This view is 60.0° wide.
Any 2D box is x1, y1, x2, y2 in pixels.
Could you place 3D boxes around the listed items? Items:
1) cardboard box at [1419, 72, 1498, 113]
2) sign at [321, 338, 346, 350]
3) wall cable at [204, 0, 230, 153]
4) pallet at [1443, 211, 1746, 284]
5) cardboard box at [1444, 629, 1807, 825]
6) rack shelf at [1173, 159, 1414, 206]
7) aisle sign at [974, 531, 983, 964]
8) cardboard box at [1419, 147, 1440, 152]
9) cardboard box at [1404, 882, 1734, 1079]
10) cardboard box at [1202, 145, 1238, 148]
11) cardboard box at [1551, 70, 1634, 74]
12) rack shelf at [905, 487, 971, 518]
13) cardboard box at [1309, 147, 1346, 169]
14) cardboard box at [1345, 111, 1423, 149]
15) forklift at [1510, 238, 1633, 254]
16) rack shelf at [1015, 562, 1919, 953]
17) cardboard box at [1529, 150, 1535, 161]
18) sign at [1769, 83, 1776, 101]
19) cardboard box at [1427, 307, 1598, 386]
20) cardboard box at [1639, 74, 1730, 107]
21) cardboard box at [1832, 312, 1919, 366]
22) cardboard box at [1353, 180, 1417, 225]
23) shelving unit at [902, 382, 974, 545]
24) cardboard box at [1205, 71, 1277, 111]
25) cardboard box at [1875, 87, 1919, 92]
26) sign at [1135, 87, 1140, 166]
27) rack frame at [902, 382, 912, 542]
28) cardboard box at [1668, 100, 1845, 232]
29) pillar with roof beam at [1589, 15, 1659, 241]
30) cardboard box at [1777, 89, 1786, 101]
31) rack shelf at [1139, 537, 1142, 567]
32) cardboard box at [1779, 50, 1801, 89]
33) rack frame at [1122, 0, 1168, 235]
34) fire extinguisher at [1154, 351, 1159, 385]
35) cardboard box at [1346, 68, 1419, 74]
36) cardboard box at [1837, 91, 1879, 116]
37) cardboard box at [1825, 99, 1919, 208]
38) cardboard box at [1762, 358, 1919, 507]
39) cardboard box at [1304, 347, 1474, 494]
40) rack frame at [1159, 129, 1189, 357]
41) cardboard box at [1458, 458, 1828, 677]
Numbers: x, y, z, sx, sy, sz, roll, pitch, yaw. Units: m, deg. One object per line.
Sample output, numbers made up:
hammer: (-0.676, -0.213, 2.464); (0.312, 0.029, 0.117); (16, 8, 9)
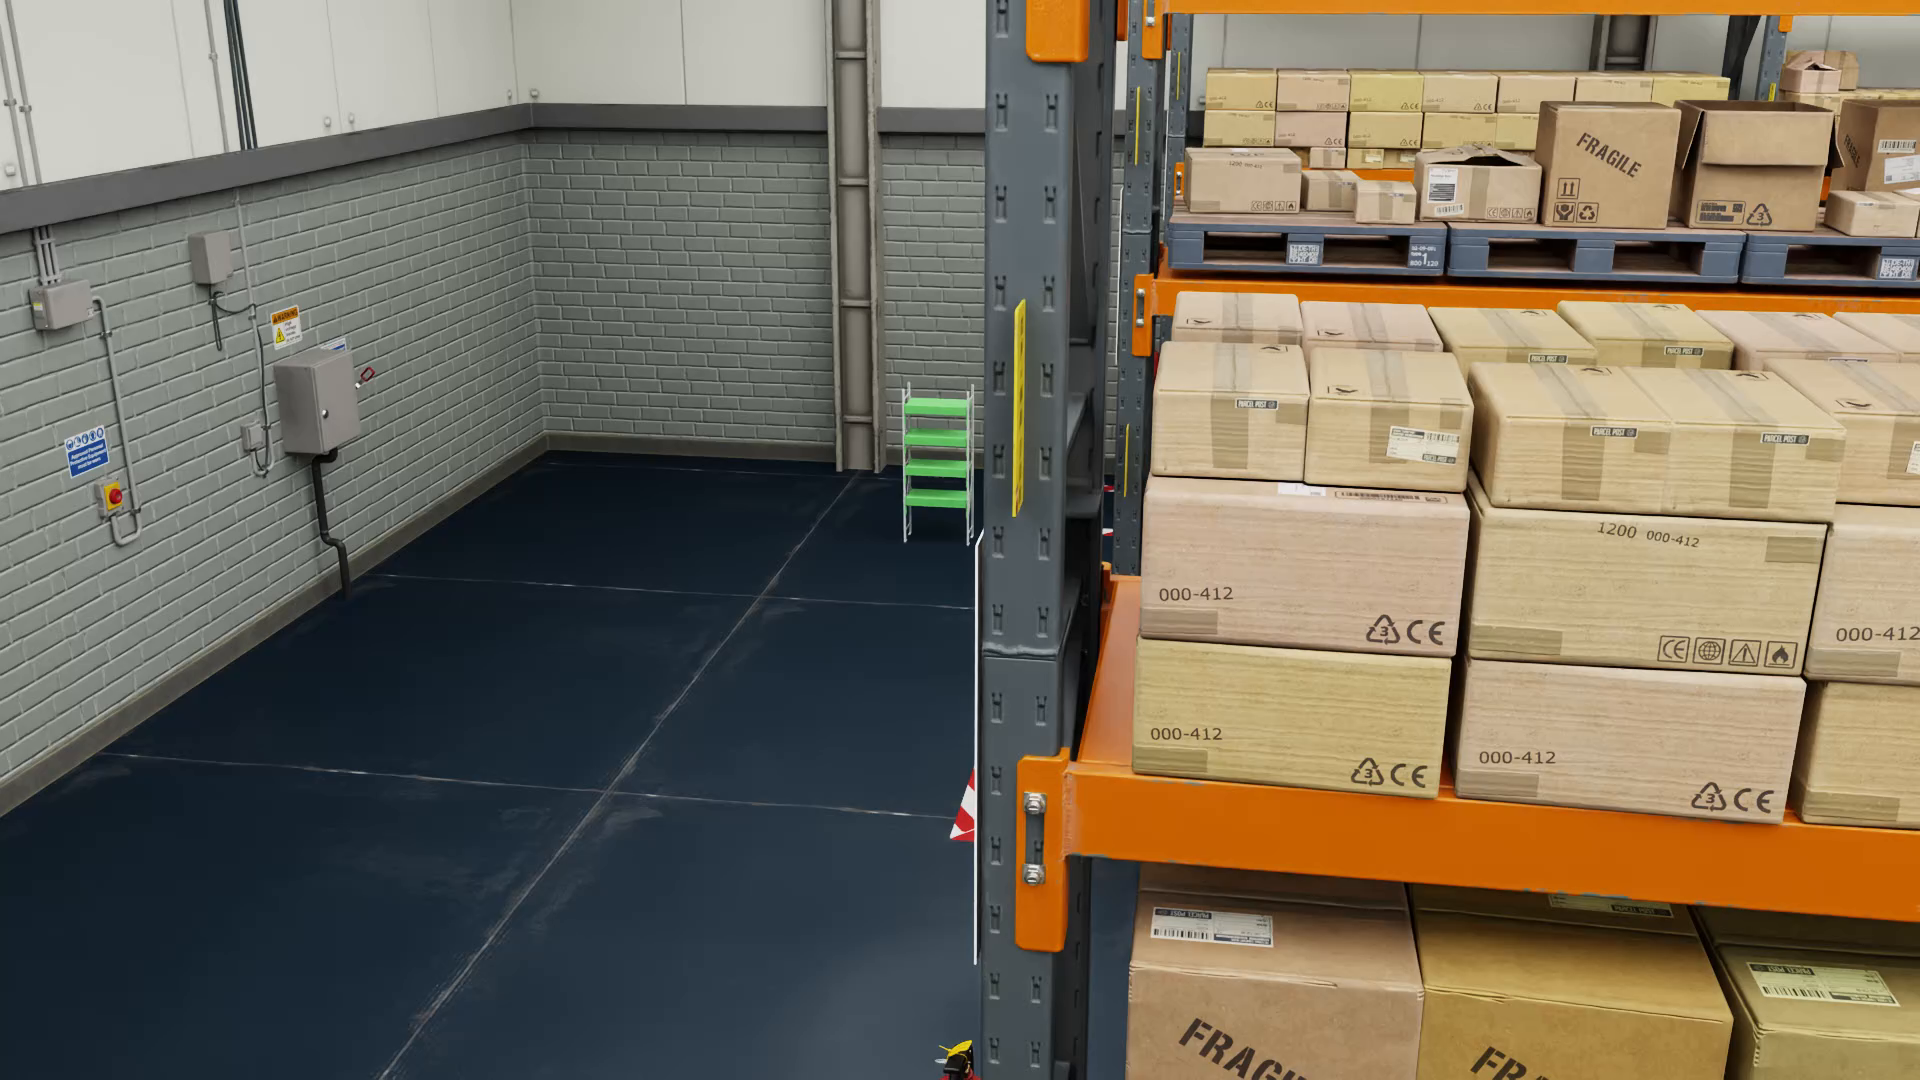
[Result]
cardboard box: (3.548, -3.201, 11.896); (0.500, 0.250, 0.500); (3, 19, 10)
sign: (-4.357, -1.140, 11.632); (0.001, 0.494, 0.329); (3, 19, 9)
wall cable: (-4.676, -3.371, 8.696); (0.029, 3.000, 2.355); (3, 19, 9)
pallet: (2.806, -1.378, 7.608); (1.213, 0.211, 1.003); (3, 19, 9)
cardboard box: (1.100, 0.242, 2.860); (0.500, 0.250, 0.500); (4, 19, 10)
rack shelf: (3.622, -2.628, 12.338); (4.000, 0.370, 1.077); (3, 19, 9)
aisle sign: (0.058, 0.321, 3.020); (0.004, 0.787, 0.394); (3, 19, 9)
cardboard box: (3.423, -2.755, 11.977); (0.250, 0.149, 0.380); (3, 19, 9)
cardboard box: (1.078, 0.930, 3.095); (0.500, 0.500, 0.500); (3, 19, 10)
cardboard box: (1.925, -2.862, 12.299); (0.250, 0.149, 0.380); (3, 19, 10)
cardboard box: (4.639, -3.311, 12.224); (0.500, 0.250, 0.500); (2, 19, 7)
rack shelf: (-0.163, -0.289, 12.734); (0.480, 0.148, 0.258); (3, 19, 9)
cardboard box: (2.668, -2.794, 12.096); (0.250, 0.149, 0.380); (3, 19, 10)
cardboard box: (3.050, -2.983, 12.033); (0.500, 0.250, 0.500); (2, 19, 7)
forklift: (4.044, -0.705, 10.290); (3.031, 2.935, 1.130); (5, 19, 15)
rack shelf: (2.153, 0.483, 3.040); (4.000, 0.370, 1.077); (3, 19, 9)
cardboard box: (4.188, -2.741, 11.938); (0.250, 0.149, 0.380); (4, 19, 11)
sign: (5.518, -2.944, 11.332); (0.005, 0.325, 0.100); (3, 19, 9)
cardboard box: (1.034, -0.334, 3.166); (0.250, 0.149, 0.380); (2, 19, 7)
cardboard box: (5.060, -3.126, 11.671); (0.500, 0.250, 0.500); (3, 19, 9)
cardboard box: (1.812, -0.315, 3.111); (0.250, 0.149, 0.380); (3, 19, 10)
cardboard box: (1.901, -1.516, 7.455); (0.250, 0.149, 0.380); (4, 19, 11)
shelving unit: (-0.163, -0.577, 12.638); (0.503, 1.200, 0.258); (3, 19, 9)
cardboard box: (2.045, -3.276, 12.120); (0.500, 0.250, 0.500); (3, 19, 8)
cardboard box: (6.673, -3.127, 11.802); (0.250, 0.149, 0.380); (3, 19, 10)
sign: (0.769, -1.794, 7.207); (0.005, 0.325, 0.100); (3, 19, 9)
rack frame: (-0.404, -0.590, 12.674); (0.015, 1.200, 0.240); (3, 19, 9)
cardboard box: (3.476, -1.667, 7.349); (0.637, 0.503, 0.797); (4, 19, 13)
pillar with roof beam: (4.369, -3.260, 8.365); (0.400, 9.000, 9.100); (3, 19, 9)
cardboard box: (5.911, -3.159, 11.897); (0.250, 0.149, 0.380); (3, 19, 8)
rack shelf: (2.838, 0.349, 8.166); (4.000, 0.370, 1.077); (3, 19, 9)
cardboard box: (5.909, -3.340, 11.786); (0.258, 0.266, 0.396); (3, 19, 8)
rack frame: (0.863, -2.938, 7.401); (0.127, 3.000, 1.000); (3, 19, 9)
fire extinguisher: (1.428, -1.297, 12.661); (0.183, 0.674, 0.296); (3, 19, 9)
cardboard box: (3.154, -3.393, 12.470); (0.500, 0.250, 0.500); (3, 19, 9)
cardboard box: (6.096, -2.994, 11.404); (0.250, 0.149, 0.380); (3, 19, 10)
cardboard box: (4.265, -1.703, 7.462); (0.500, 0.500, 0.500); (3, 19, 10)
cardboard box: (1.478, -0.179, 2.704); (0.250, 0.149, 0.380); (3, 19, 10)
cardboard box: (0.710, -0.208, 2.791); (0.250, 0.149, 0.380); (4, 19, 11)
rack frame: (1.647, -1.648, 13.001); (0.127, 3.000, 1.000); (3, 19, 9)
cardboard box: (1.086, 0.004, 2.784); (0.500, 0.250, 0.500); (3, 19, 8)
